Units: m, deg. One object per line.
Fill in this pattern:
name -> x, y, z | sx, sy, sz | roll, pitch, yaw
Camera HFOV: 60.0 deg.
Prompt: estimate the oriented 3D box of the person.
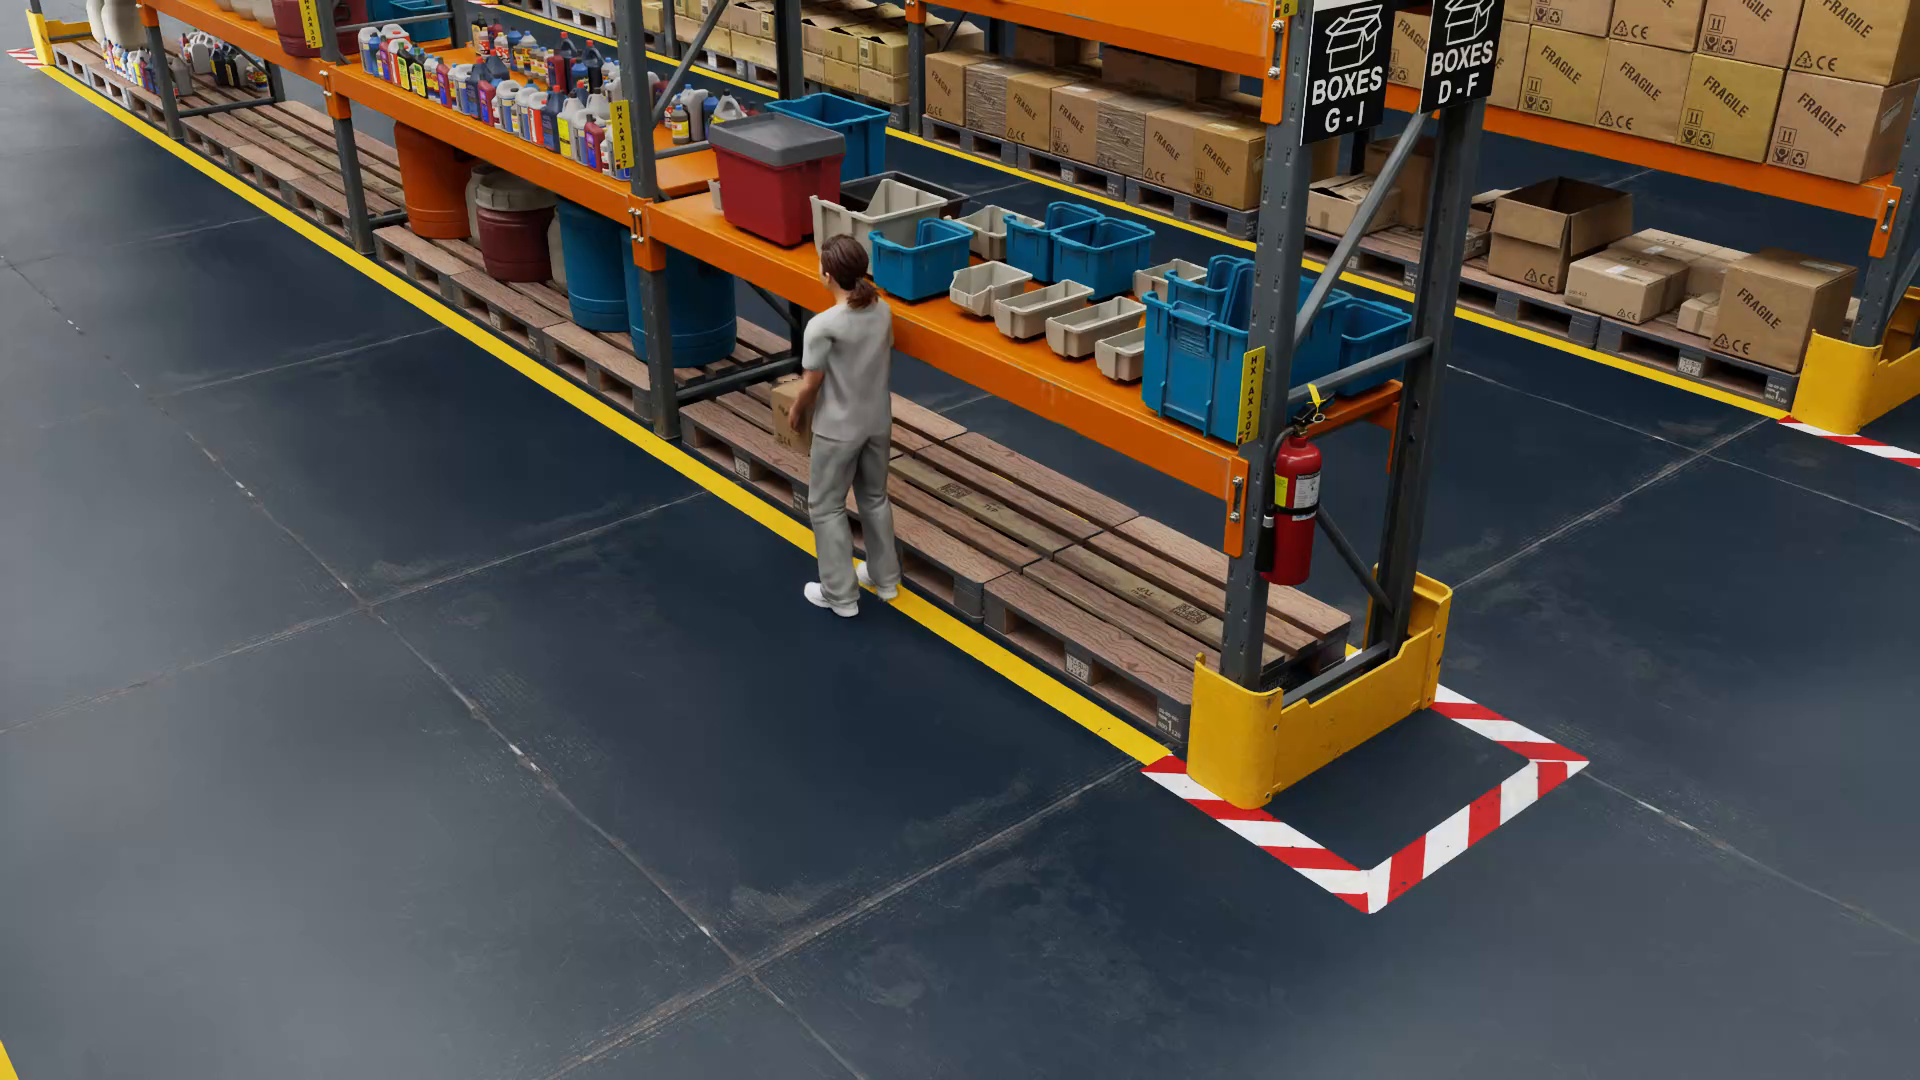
person -> -0.486, -0.479, 7.010 | 0.466, 1.676, 0.429 | -23, 36, -36
